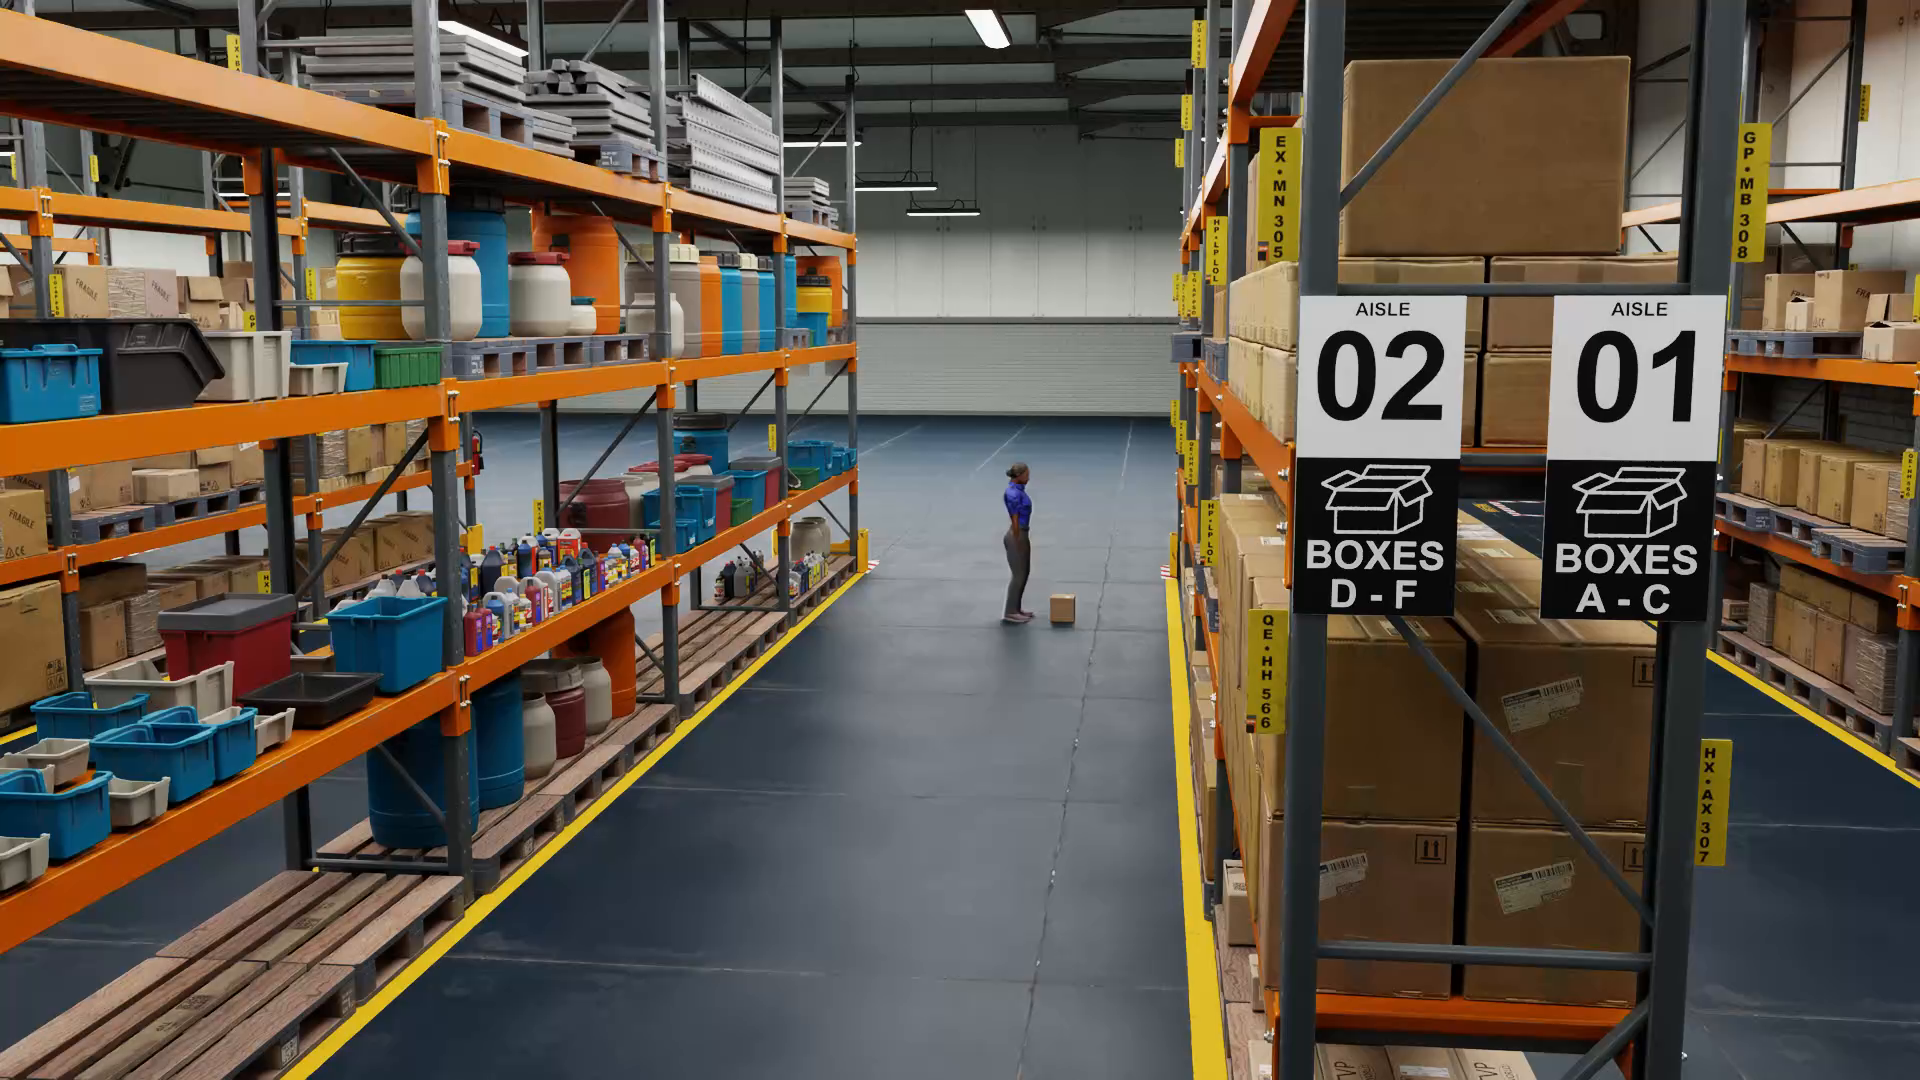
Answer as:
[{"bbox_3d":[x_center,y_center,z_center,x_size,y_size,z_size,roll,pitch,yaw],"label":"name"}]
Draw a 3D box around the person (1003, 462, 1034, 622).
[{"bbox_3d":[0.611,0.008,17.311,0.306,1.655,0.439,1,8,7],"label":"person"}]
